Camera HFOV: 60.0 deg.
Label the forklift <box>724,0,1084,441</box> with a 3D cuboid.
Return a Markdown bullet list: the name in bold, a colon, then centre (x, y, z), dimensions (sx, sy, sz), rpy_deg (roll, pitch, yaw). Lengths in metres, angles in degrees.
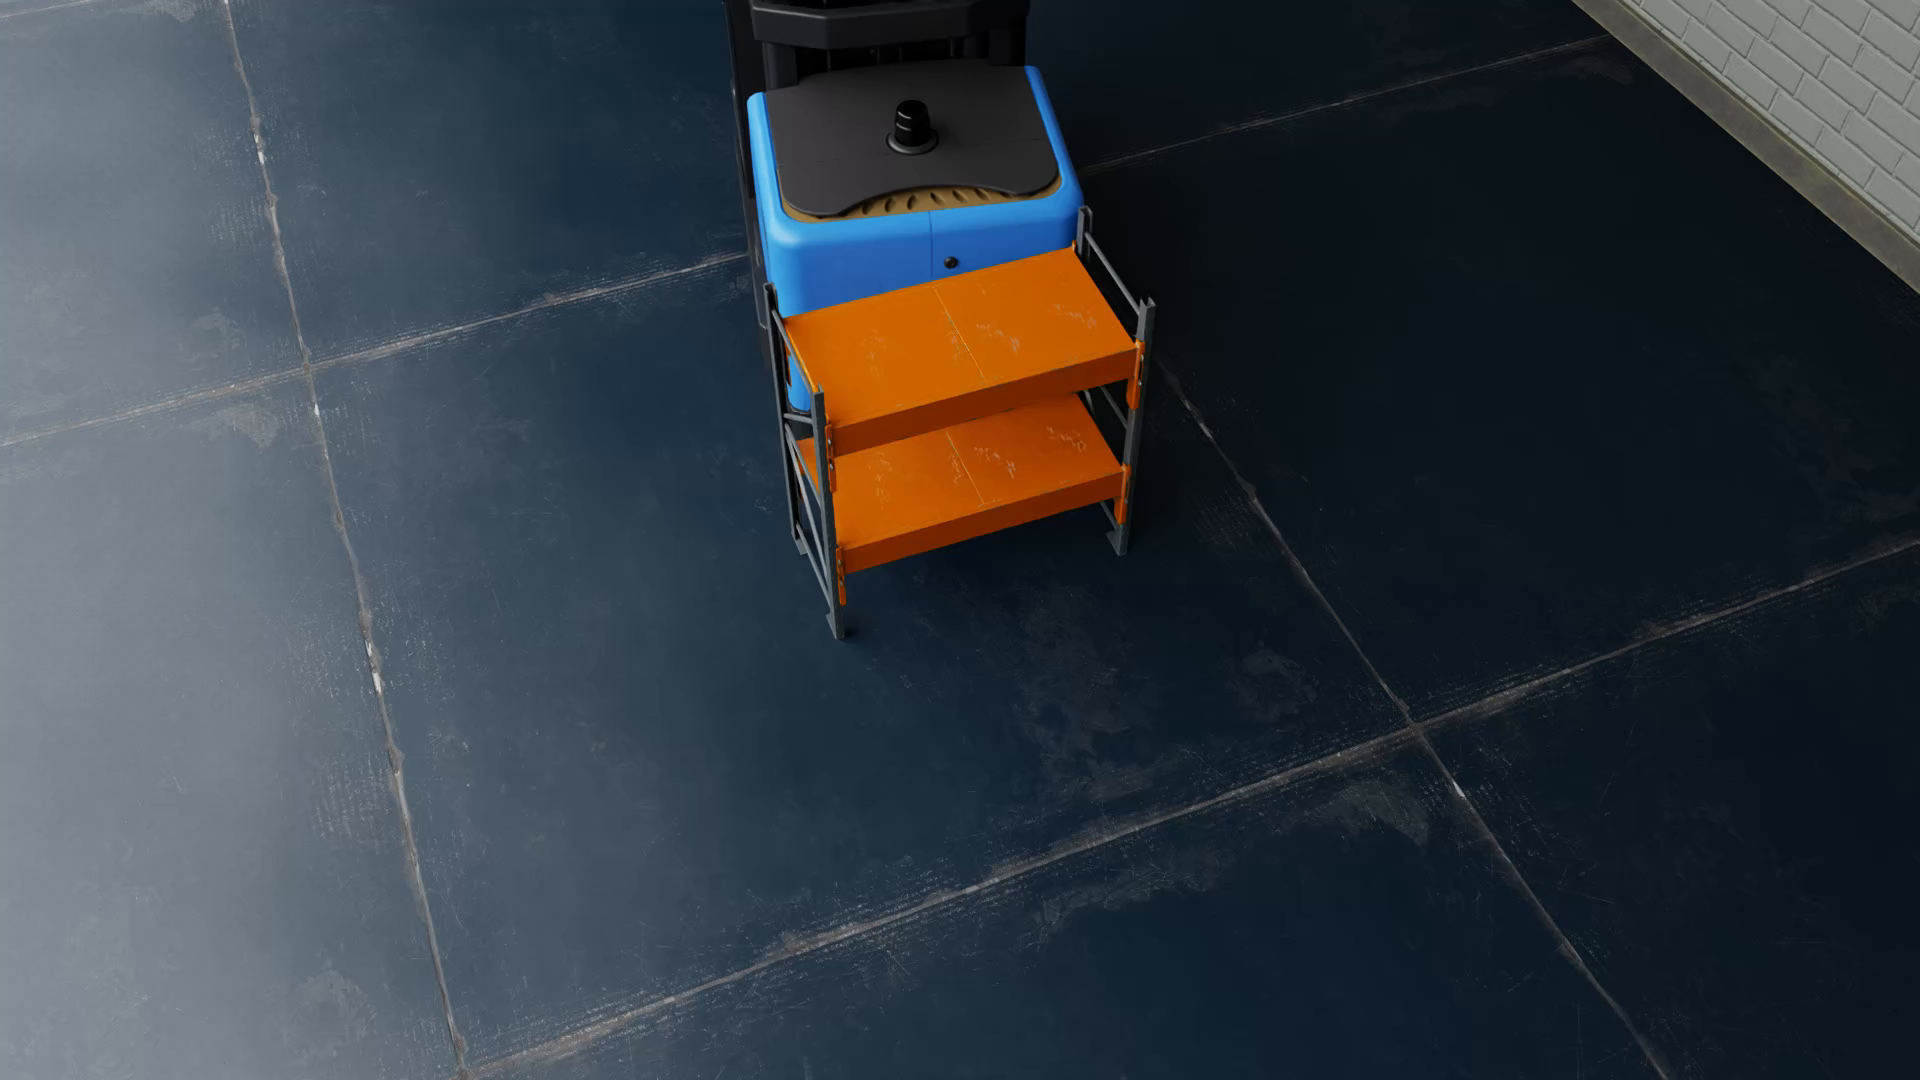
- **forklift**: centre (-0.343, -2.370, 5.854), dimensions (1.130, 2.935, 3.031), rpy_deg (-7, 50, -6)

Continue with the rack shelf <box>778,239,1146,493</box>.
- **rack shelf**: centre (-0.005, -0.545, 5.091), dimensions (1.000, 0.278, 0.538), rpy_deg (-16, 51, -13)

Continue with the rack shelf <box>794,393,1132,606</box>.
- **rack shelf**: centre (-0.005, -0.195, 5.498), dimensions (1.000, 0.278, 0.538), rpy_deg (-16, 51, -13)

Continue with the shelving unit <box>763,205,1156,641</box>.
- **shelving unit**: centre (-0.005, -0.354, 5.313), dimensions (1.048, 1.125, 0.538), rpy_deg (-16, 51, -13)

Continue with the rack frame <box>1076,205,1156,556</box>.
- **rack frame**: centre (0.470, -0.491, 5.430), dimensions (0.032, 1.125, 0.500), rpy_deg (-16, 51, -13)

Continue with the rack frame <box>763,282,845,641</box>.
- **rack frame**: centre (-0.480, -0.217, 5.195), dimensions (0.032, 1.125, 0.500), rpy_deg (-16, 51, -13)
